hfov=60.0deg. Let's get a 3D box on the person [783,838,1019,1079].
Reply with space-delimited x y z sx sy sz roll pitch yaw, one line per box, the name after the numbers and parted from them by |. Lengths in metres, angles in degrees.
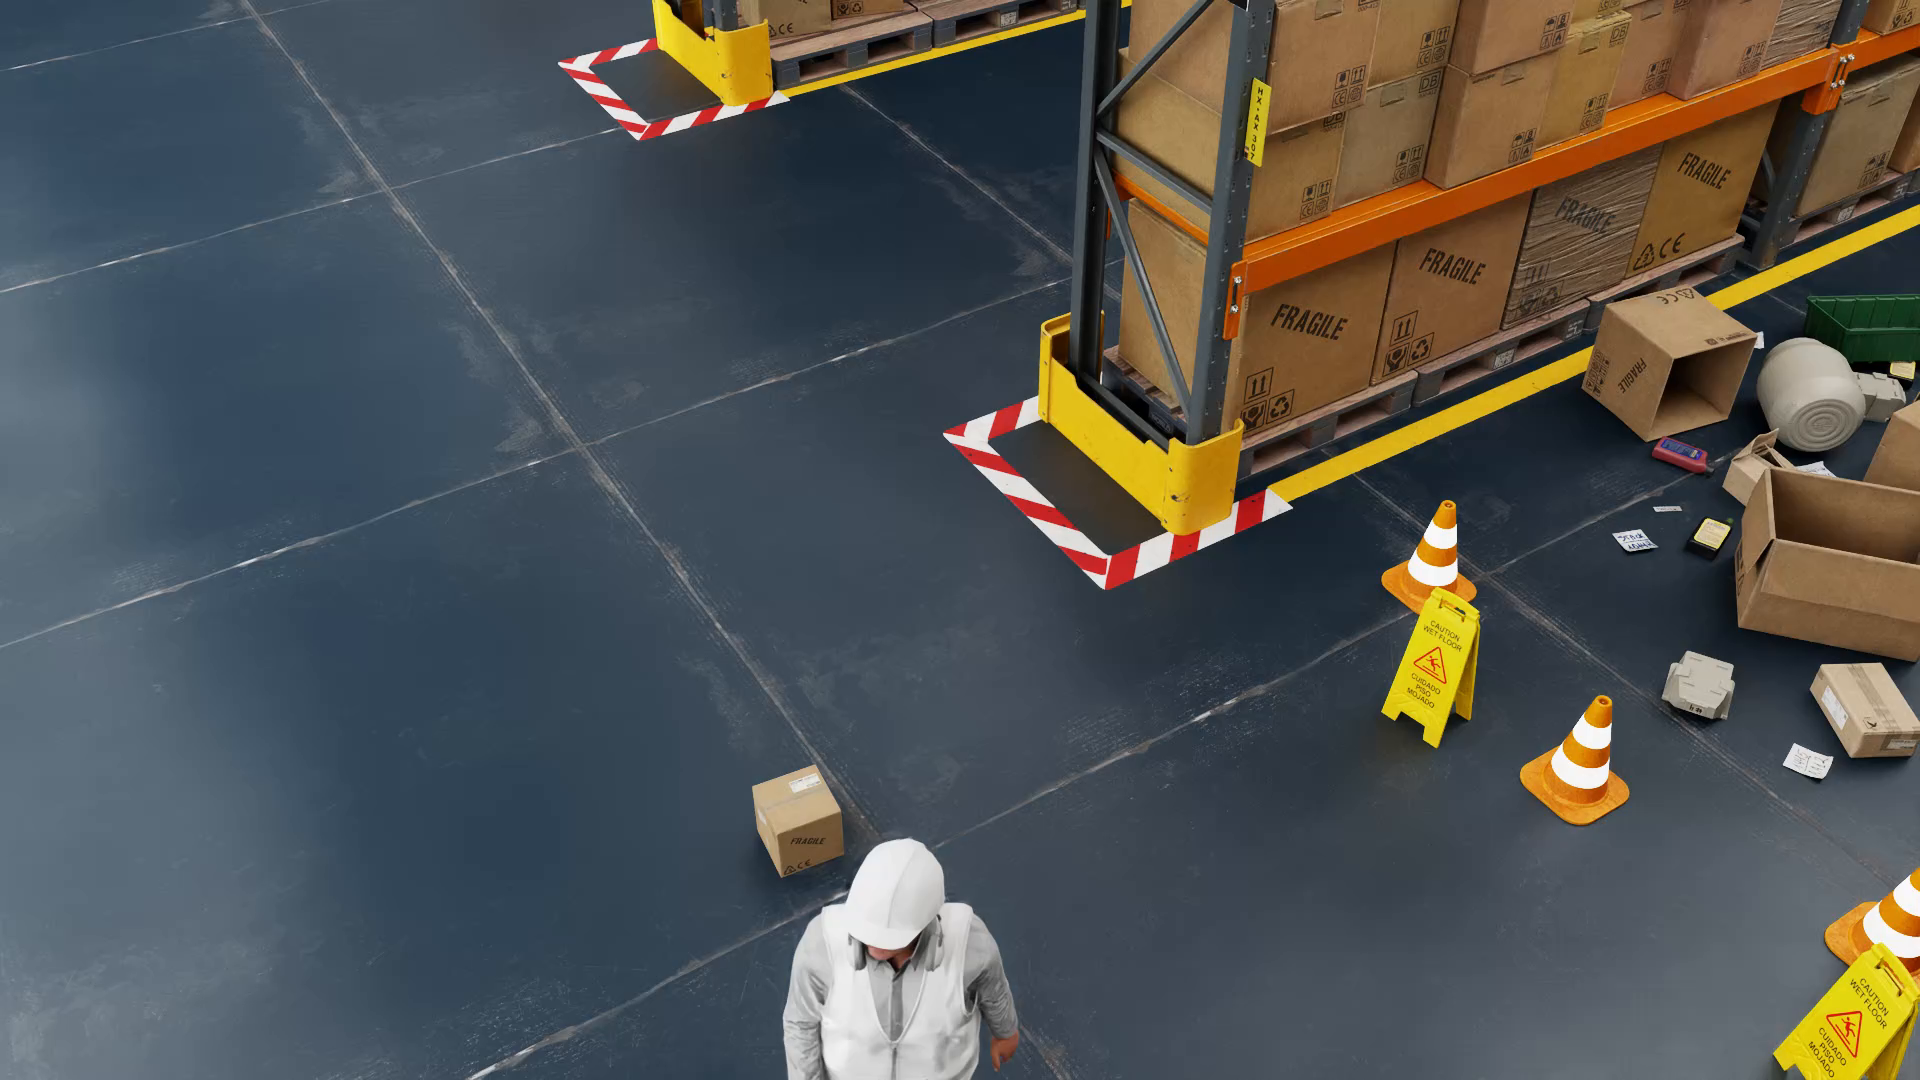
-0.146 1.444 4.416 0.624 1.737 0.919 0 41 0 | person
